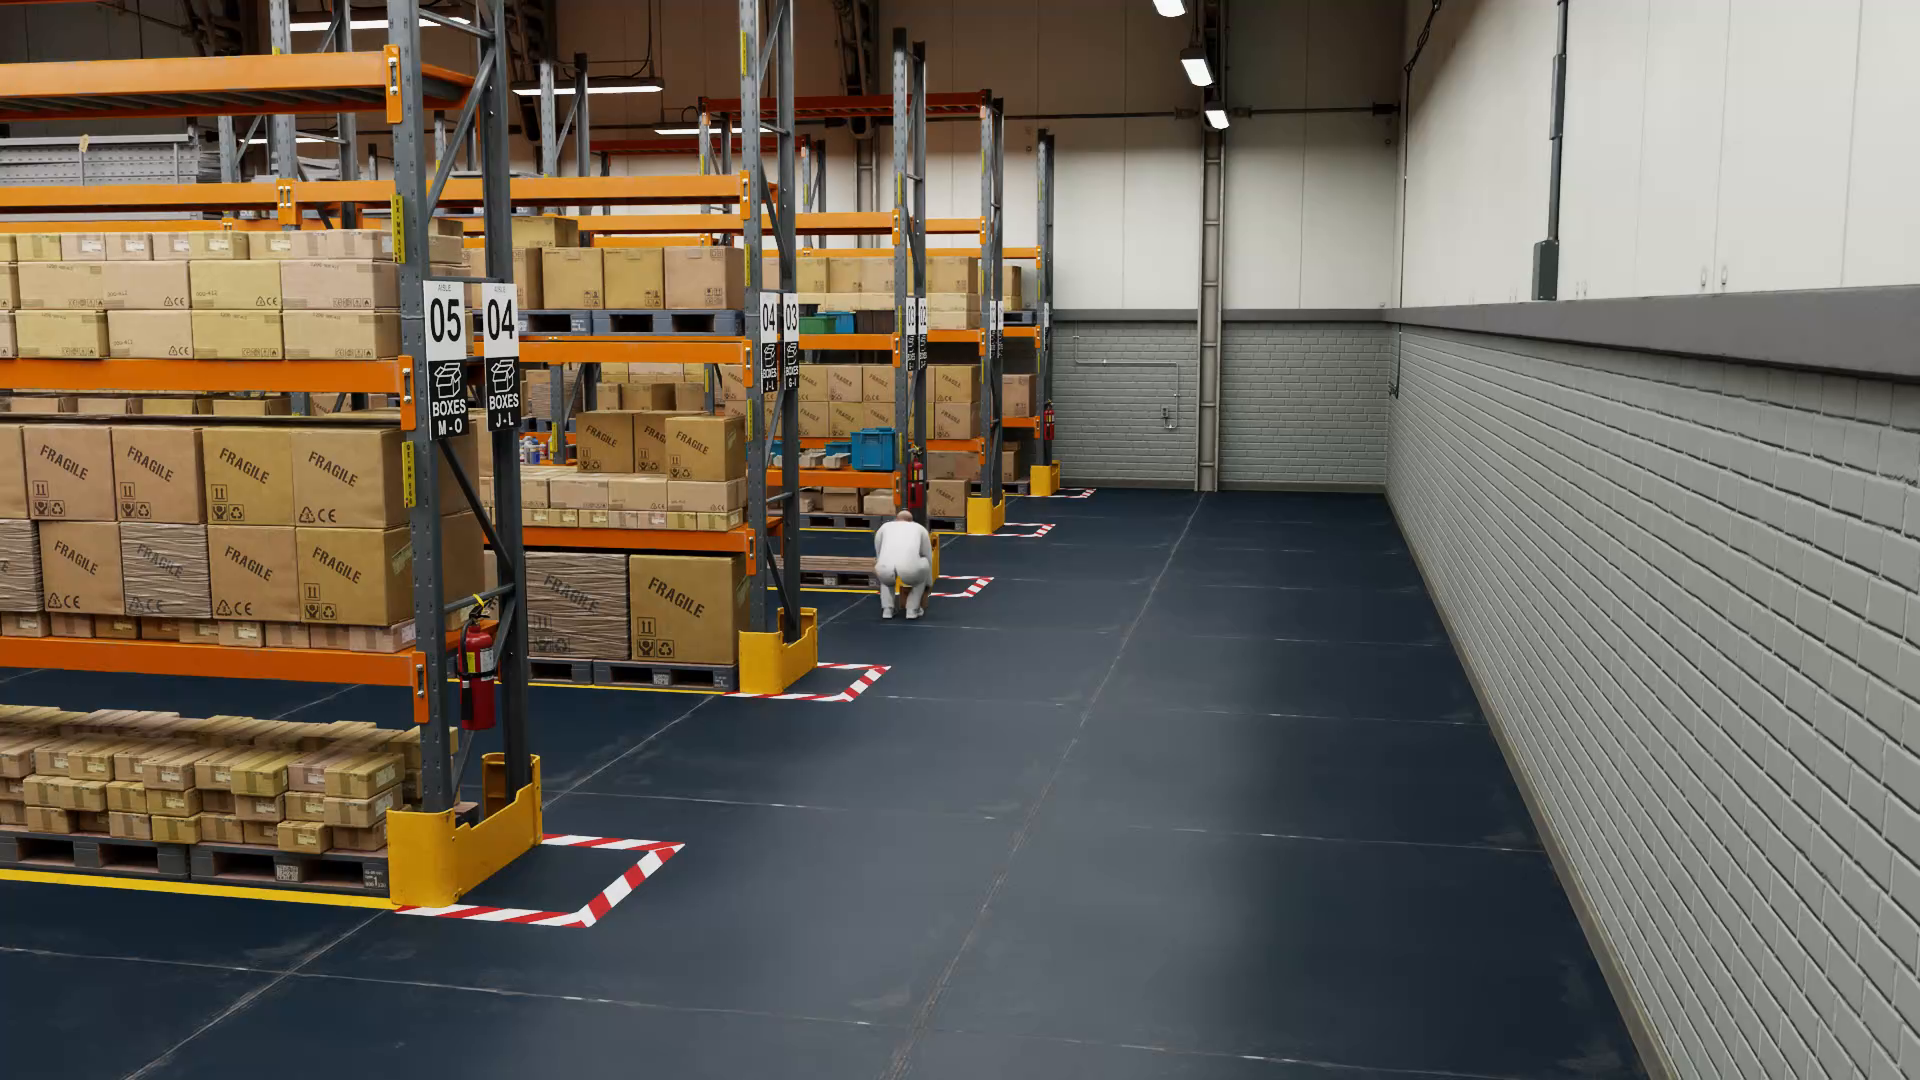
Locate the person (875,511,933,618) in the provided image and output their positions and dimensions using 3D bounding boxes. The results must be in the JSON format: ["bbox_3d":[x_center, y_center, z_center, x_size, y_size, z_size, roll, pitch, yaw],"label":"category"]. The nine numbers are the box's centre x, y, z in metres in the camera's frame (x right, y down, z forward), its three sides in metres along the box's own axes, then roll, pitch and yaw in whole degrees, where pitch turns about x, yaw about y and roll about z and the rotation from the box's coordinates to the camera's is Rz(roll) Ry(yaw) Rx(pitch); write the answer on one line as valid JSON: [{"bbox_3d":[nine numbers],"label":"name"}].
[{"bbox_3d":[-0.587,0.261,16.815,0.607,1.004,0.894,2,8,11],"label":"person"}]
